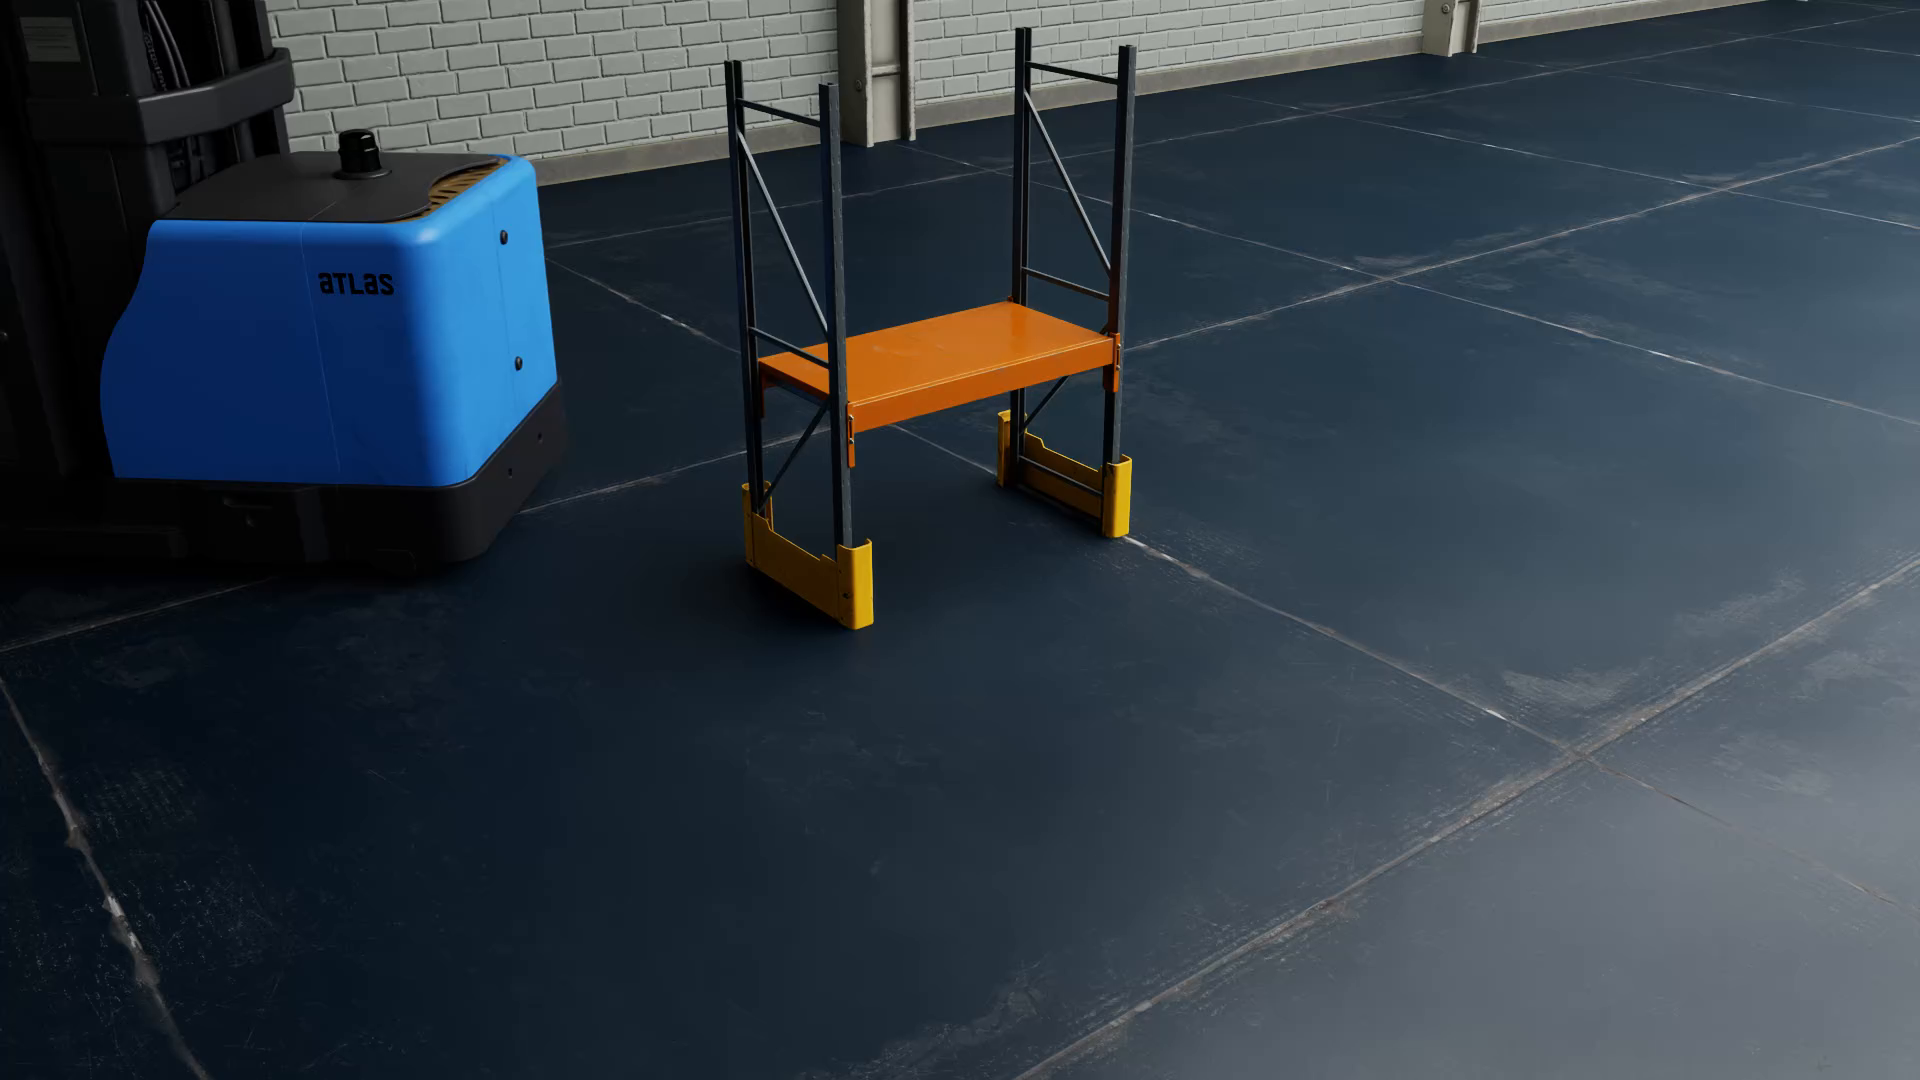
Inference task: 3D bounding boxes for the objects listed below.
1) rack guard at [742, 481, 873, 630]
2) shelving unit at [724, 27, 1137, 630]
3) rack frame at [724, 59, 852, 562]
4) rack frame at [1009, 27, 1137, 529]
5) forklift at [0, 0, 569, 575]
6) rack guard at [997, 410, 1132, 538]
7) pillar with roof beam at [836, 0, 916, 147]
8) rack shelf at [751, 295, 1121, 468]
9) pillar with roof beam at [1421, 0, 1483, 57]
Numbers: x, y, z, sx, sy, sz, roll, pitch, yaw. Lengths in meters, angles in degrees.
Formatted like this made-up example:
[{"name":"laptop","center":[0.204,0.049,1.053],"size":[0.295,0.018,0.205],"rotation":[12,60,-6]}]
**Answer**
[{"name":"rack guard","center":[-0.452,0.036,4.876],"size":[0.087,0.250,0.587],"rotation":[-18,31,-34]},{"name":"shelving unit","center":[-0.060,-0.661,4.892],"size":[1.083,1.500,0.587],"rotation":[-18,31,-34]},{"name":"rack frame","center":[-0.467,-0.526,4.602],"size":[0.032,1.500,0.500],"rotation":[-18,31,-34]},{"name":"rack frame","center":[0.333,-0.790,5.171],"size":[0.032,1.500,0.500],"rotation":[-18,31,-34]},{"name":"forklift","center":[-2.906,-1.460,4.914],"size":[3.031,2.935,1.130],"rotation":[2,25,4]},{"name":"rack guard","center":[0.332,-0.223,5.433],"size":[0.087,0.250,0.587],"rotation":[-18,31,-34]},{"name":"pillar with roof beam","center":[2.119,-5.284,5.945],"size":[0.400,9.000,9.100],"rotation":[-18,31,-34]},{"name":"rack shelf","center":[-0.067,-0.495,4.962],"size":[1.000,0.185,0.538],"rotation":[-18,31,-34]},{"name":"pillar with roof beam","center":[6.840,-6.842,9.304],"size":[0.400,9.000,9.100],"rotation":[-18,31,-34]}]
